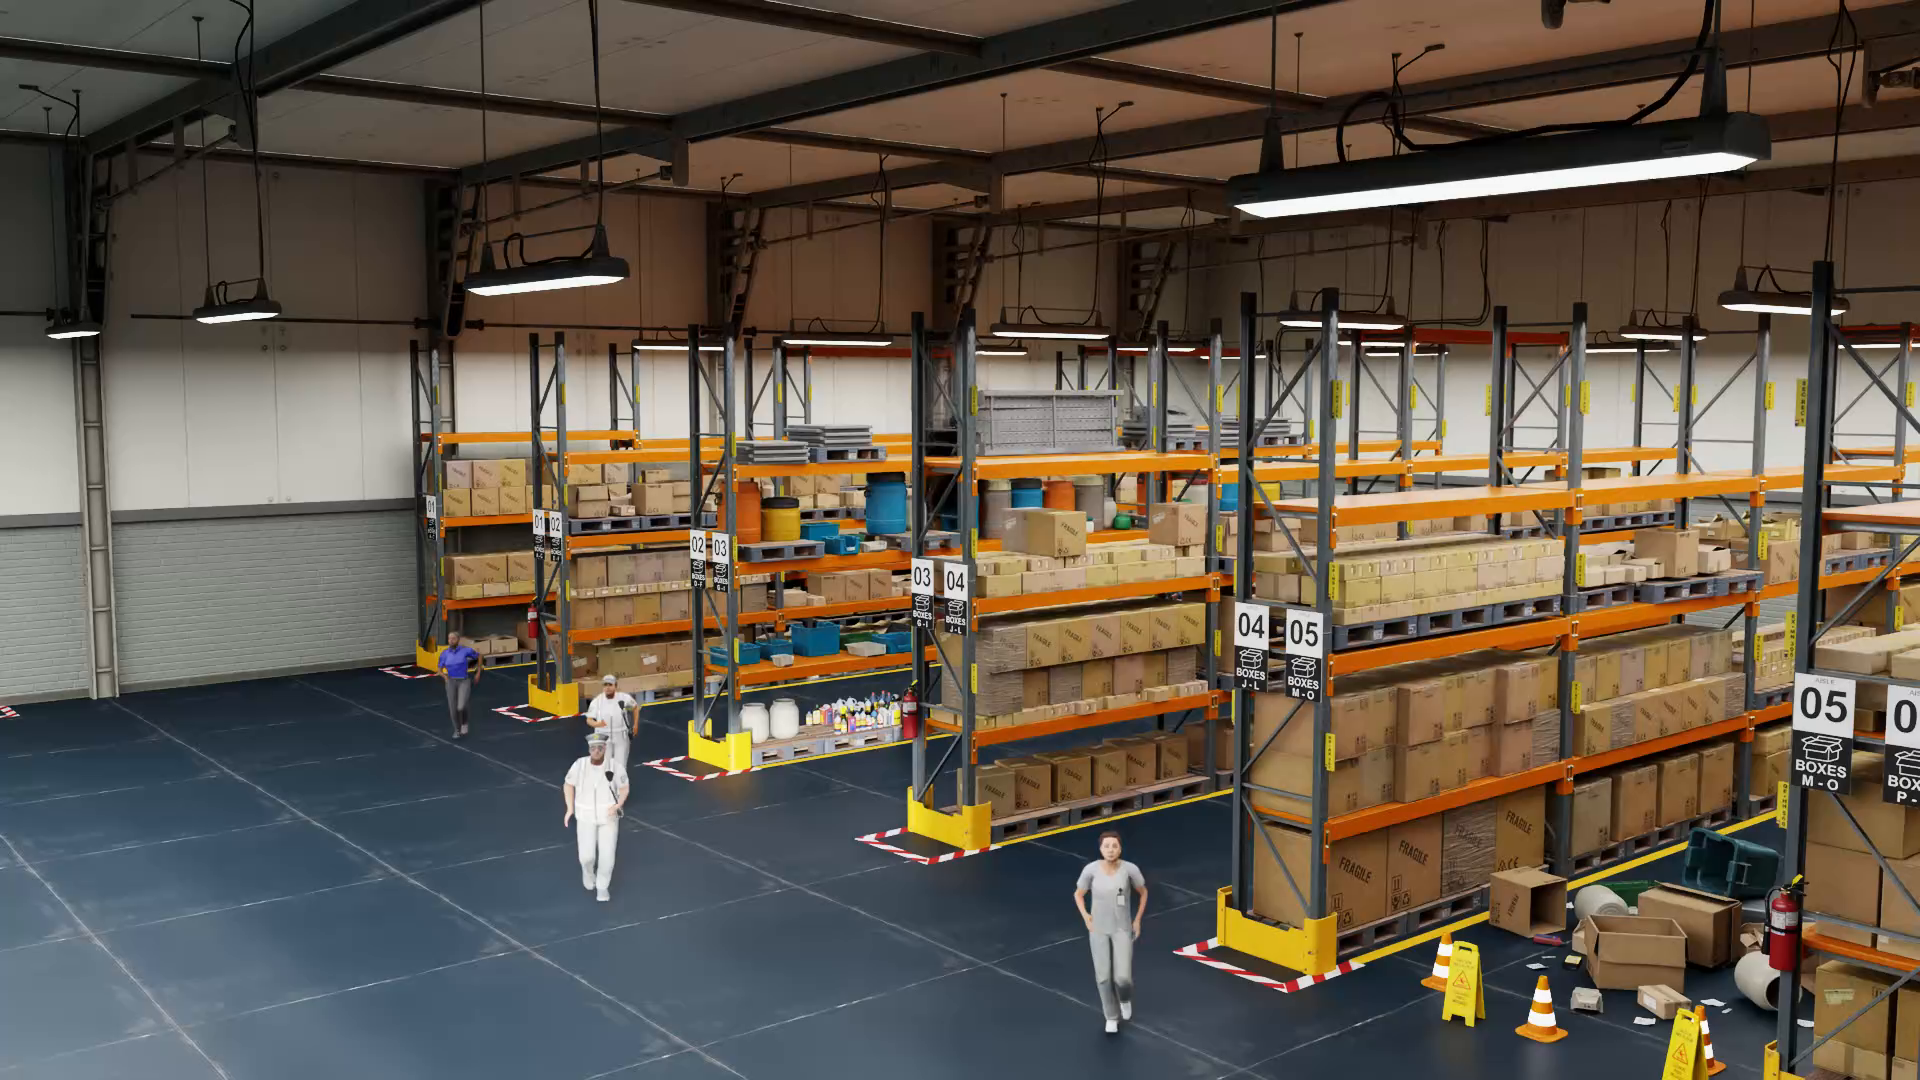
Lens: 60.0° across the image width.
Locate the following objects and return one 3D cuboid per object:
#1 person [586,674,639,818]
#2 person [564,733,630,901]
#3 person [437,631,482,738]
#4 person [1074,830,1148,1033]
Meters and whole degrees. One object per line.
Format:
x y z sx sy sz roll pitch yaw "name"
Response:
-4.229 2.467 20.294 0.612 1.707 0.909 -1 5 -6 "person"
-3.633 2.768 16.636 0.653 1.726 0.631 -1 5 -10 "person"
-7.275 2.125 24.148 0.593 1.596 0.750 0 5 -4 "person"
1.197 3.120 13.283 0.582 1.631 0.556 1 5 10 "person"
